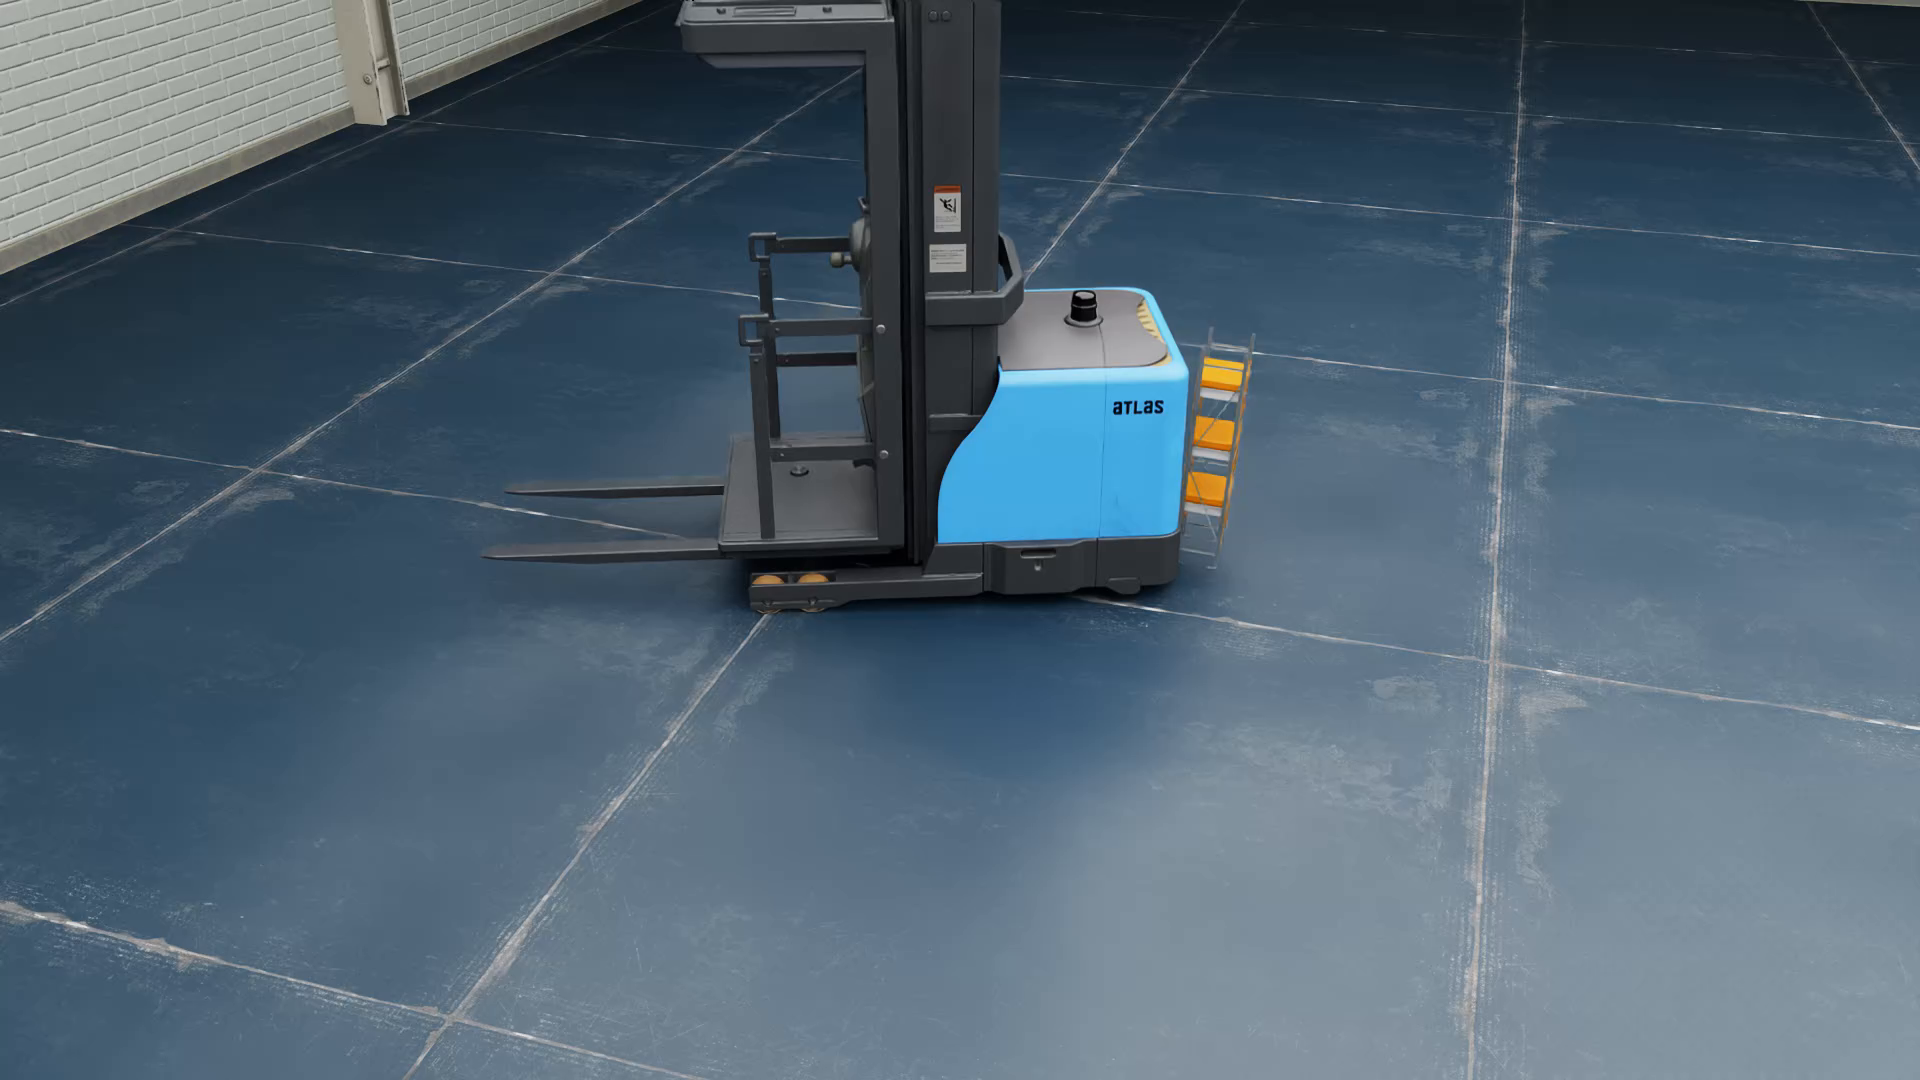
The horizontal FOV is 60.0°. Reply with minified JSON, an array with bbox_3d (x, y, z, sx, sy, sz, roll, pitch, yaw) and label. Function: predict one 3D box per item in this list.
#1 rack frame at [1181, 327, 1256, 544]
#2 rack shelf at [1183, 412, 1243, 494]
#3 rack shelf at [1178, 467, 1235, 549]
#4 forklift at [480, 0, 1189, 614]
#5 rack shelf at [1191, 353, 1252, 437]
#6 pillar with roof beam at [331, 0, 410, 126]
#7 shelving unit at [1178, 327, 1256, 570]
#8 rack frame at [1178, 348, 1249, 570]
[{"bbox_3d":[1.154,-0.454,7.471,0.200,1.050,0.008,10,31,11],"label":"rack frame"},{"bbox_3d":[1.122,-0.387,7.374,0.215,0.259,0.240,10,31,11],"label":"rack shelf"},{"bbox_3d":[1.107,-0.147,7.514,0.215,0.259,0.240,10,31,11],"label":"rack shelf"},{"bbox_3d":[-0.582,-1.228,6.942,3.031,2.935,1.130,-2,29,-3],"label":"forklift"},{"bbox_3d":[1.137,-0.632,7.231,0.215,0.259,0.240,10,31,11],"label":"rack shelf"},{"bbox_3d":[-0.842,-6.932,10.955,9.100,9.000,0.400,8,30,15],"label":"pillar with roof beam"},{"bbox_3d":[1.122,-0.396,7.369,0.215,1.050,0.252,10,31,11],"label":"shelving unit"},{"bbox_3d":[1.091,-0.338,7.266,0.200,1.050,0.008,10,31,11],"label":"rack frame"}]
